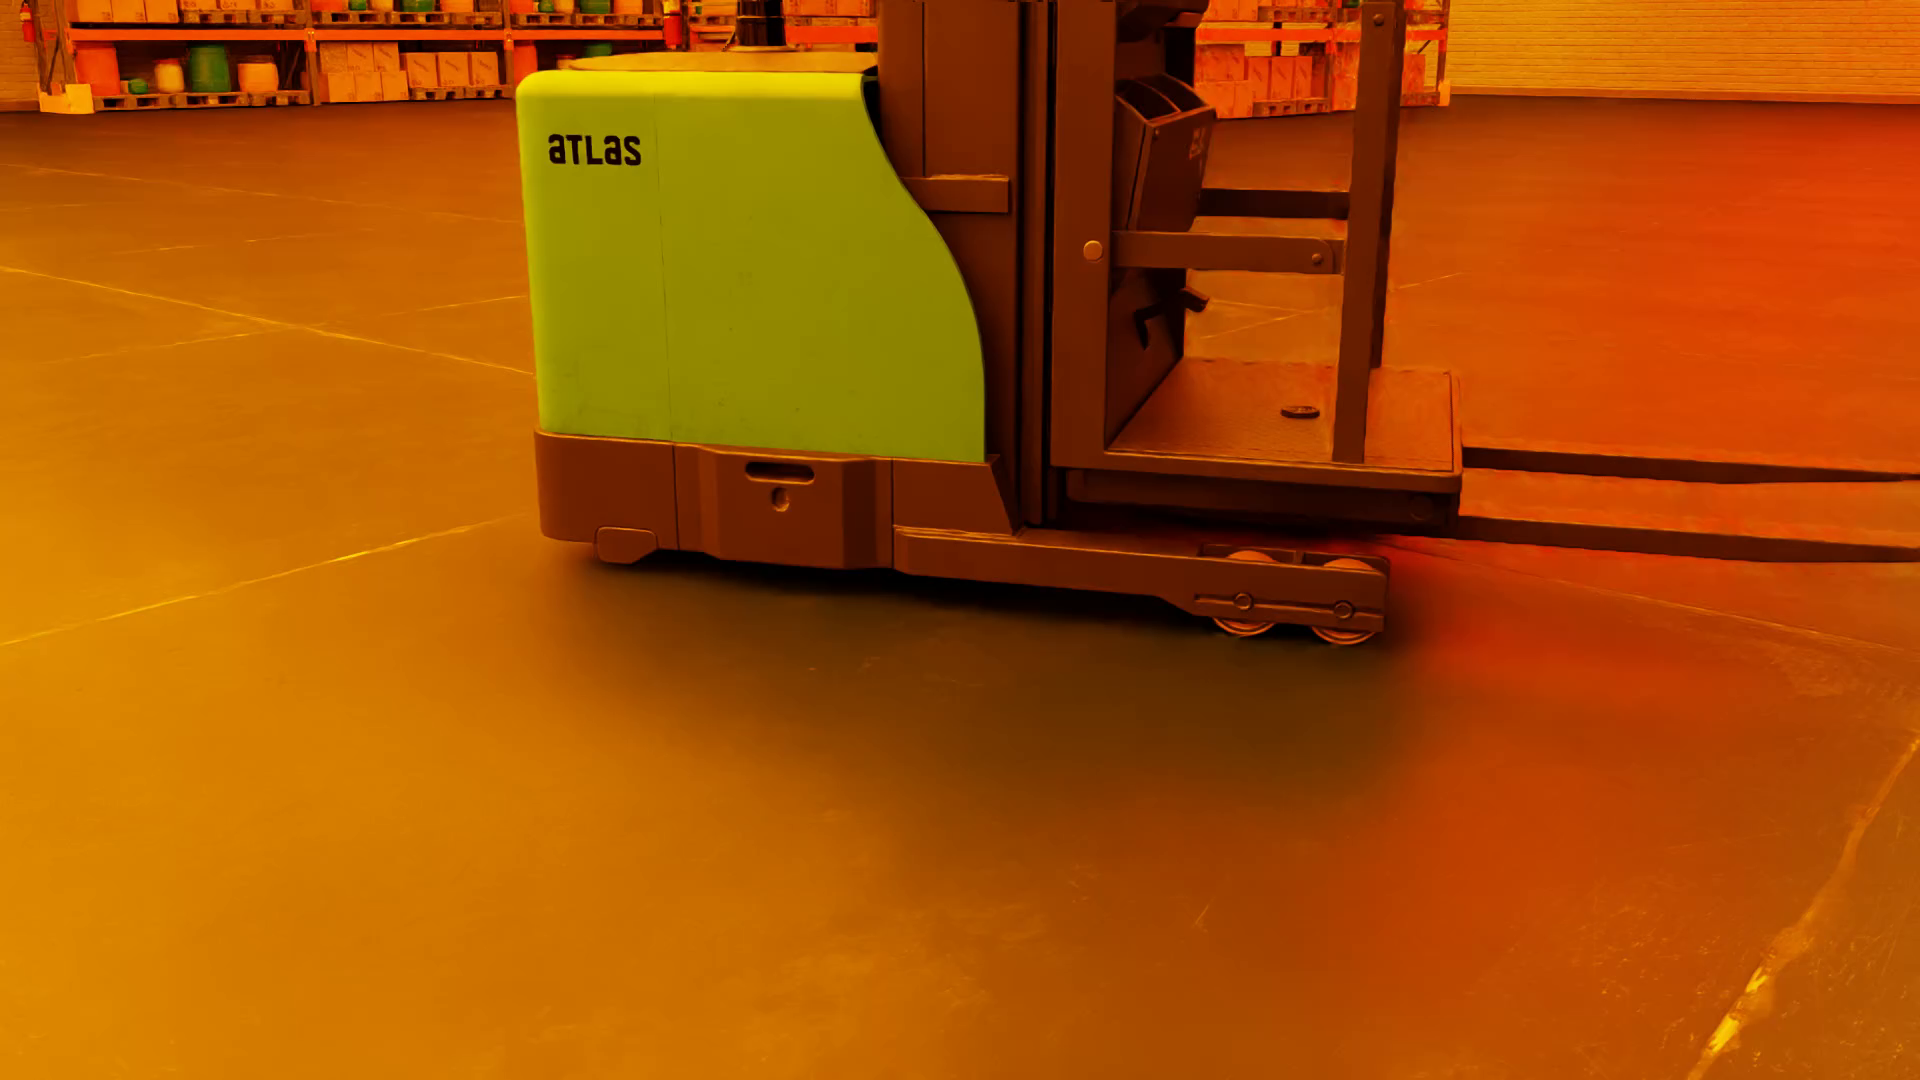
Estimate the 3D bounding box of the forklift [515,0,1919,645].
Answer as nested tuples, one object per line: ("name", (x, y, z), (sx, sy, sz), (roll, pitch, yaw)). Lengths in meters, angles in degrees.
("forklift", (0.623, -1.368, 3.403), (3.031, 2.935, 1.130), (5, 17, 15))
